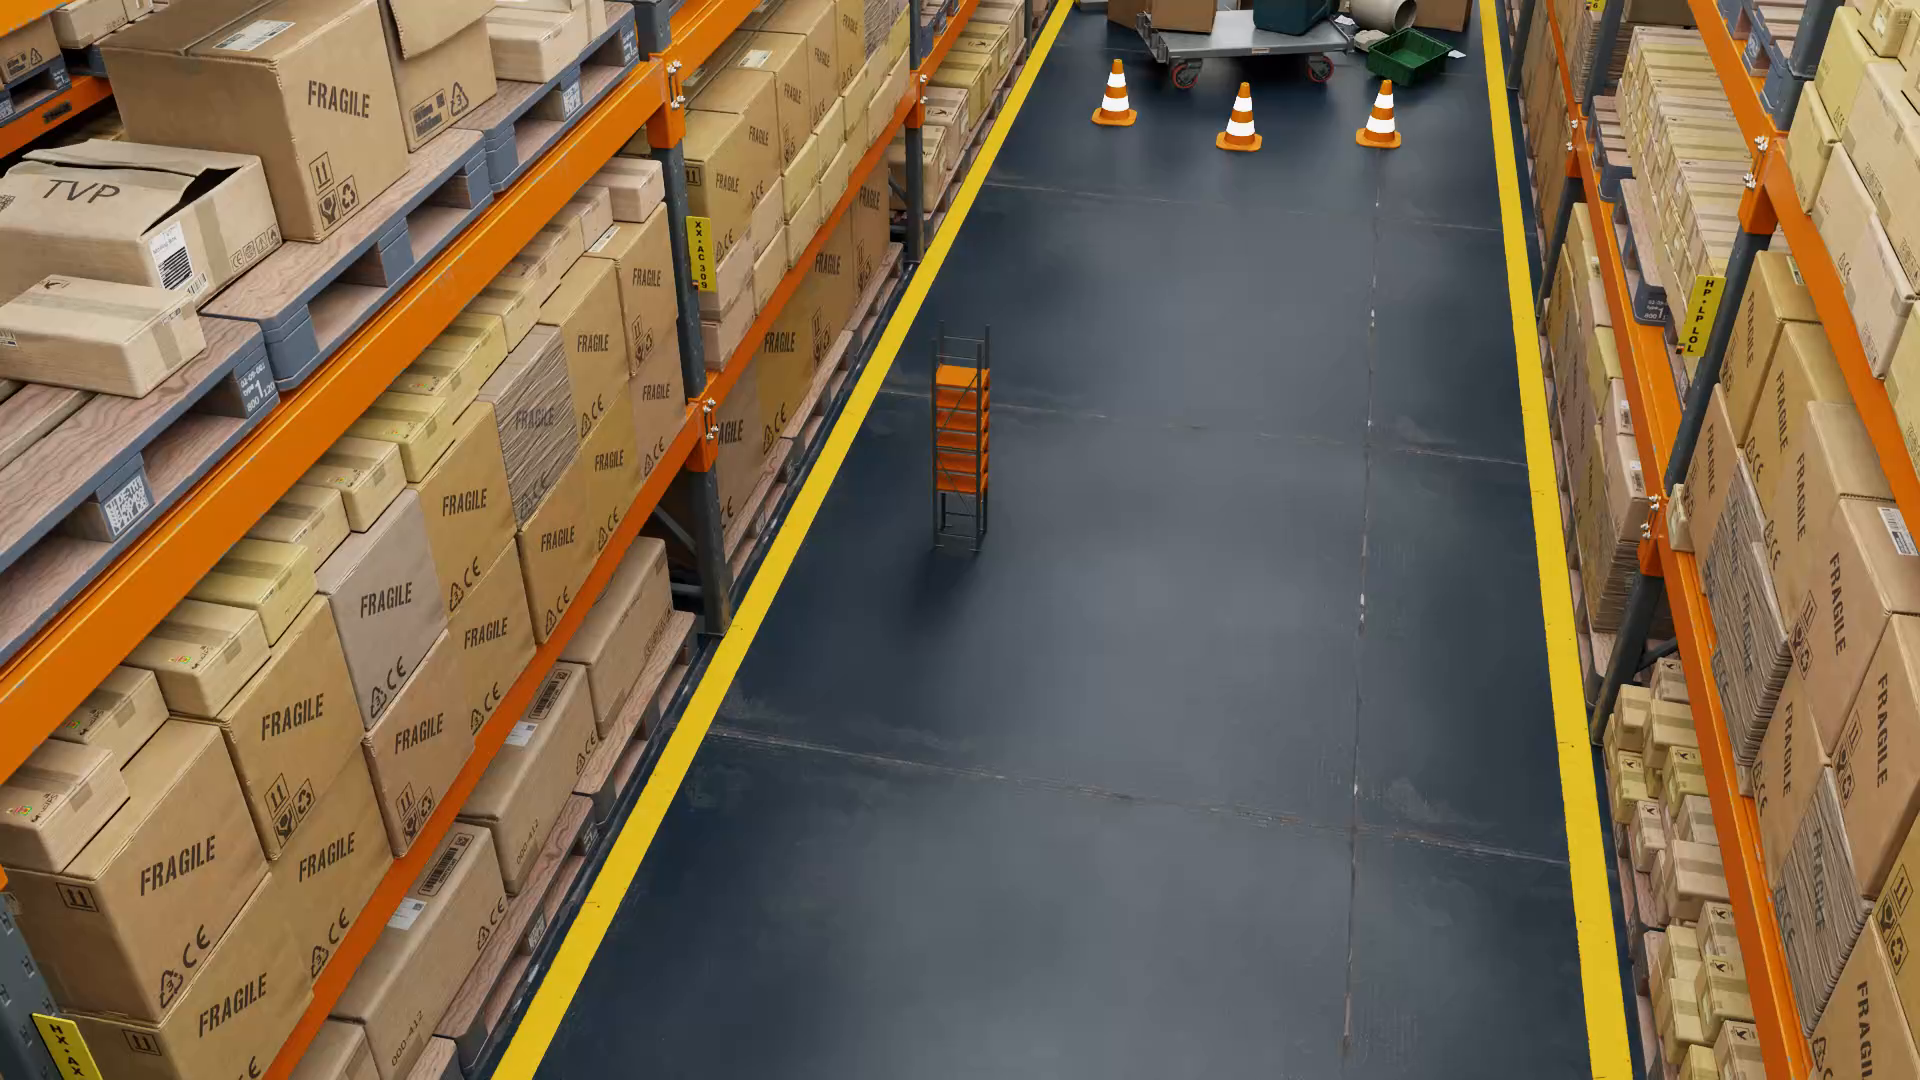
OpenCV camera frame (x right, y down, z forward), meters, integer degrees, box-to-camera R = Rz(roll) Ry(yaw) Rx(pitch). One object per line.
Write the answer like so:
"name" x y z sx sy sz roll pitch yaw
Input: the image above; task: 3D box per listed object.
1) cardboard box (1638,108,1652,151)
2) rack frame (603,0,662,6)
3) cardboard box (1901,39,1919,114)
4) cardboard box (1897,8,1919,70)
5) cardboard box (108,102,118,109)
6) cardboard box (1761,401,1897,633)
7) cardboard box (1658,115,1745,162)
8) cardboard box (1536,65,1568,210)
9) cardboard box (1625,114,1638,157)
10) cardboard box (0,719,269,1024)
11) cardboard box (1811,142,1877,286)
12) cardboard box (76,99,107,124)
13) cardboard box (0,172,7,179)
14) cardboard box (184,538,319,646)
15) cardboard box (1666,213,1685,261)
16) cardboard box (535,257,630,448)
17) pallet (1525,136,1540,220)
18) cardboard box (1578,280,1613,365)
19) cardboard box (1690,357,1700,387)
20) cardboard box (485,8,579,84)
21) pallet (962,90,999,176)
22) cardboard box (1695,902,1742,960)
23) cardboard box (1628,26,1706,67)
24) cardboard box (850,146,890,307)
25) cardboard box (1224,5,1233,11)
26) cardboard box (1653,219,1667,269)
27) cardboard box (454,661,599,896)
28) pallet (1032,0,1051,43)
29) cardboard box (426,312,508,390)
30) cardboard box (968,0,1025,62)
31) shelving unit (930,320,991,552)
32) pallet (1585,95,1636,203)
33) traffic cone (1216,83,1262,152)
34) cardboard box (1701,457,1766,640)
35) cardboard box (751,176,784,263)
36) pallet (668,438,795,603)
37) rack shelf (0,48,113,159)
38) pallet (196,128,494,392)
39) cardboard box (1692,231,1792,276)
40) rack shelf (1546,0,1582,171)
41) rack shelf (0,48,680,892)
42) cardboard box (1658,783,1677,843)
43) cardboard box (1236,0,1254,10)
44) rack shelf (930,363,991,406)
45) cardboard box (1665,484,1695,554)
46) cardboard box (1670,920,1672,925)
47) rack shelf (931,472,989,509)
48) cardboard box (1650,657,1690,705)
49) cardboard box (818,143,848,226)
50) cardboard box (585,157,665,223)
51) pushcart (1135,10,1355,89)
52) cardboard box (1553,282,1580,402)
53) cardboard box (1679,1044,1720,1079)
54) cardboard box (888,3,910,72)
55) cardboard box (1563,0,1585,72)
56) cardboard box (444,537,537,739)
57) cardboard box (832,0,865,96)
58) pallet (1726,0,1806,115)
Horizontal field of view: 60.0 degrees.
"cardboard box" 3.655 -2.061 8.410 0.380 0.149 0.250 7 37 10
"rack frame" -1.594 -3.276 5.372 1.000 3.000 0.127 7 37 10
"cardboard box" 2.776 -1.220 4.453 0.380 0.149 0.250 6 36 9
"cardboard box" 2.876 -1.363 4.651 0.380 0.149 0.250 7 37 9
"cardboard box" -5.447 -2.866 11.138 0.380 0.149 0.250 6 36 8
"cardboard box" 2.696 -0.038 4.826 0.500 0.500 0.500 8 37 11
"cardboard box" 3.551 -1.892 7.925 0.380 0.149 0.250 8 37 11
"cardboard box" 4.519 -2.676 11.216 1.050 0.750 0.750 8 37 11
"cardboard box" 3.711 -2.106 8.726 0.380 0.149 0.250 9 37 12
"cardboard box" -2.067 0.761 3.976 0.500 0.500 0.500 7 36 9
"cardboard box" 2.809 -0.918 4.802 0.500 0.250 0.500 7 36 9
"cardboard box" -6.005 -2.921 11.214 0.380 0.149 0.250 9 37 12
"cardboard box" -5.758 -2.109 10.094 0.380 0.149 0.250 6 36 8
"cardboard box" -1.909 0.122 4.305 0.380 0.149 0.250 6 36 8
"cardboard box" 3.378 -1.325 7.396 0.380 0.149 0.250 6 36 8
"cardboard box" -1.541 -0.697 5.989 0.500 0.500 0.500 7 36 9
"pallet" 4.623 -2.588 11.912 1.003 0.211 1.213 7 37 10
"cardboard box" 3.508 -1.101 8.617 0.500 0.250 0.500 8 37 10
"cardboard box" 3.155 -0.605 6.655 0.380 0.149 0.250 7 36 9
"cardboard box" -1.474 -1.613 5.404 0.380 0.149 0.250 8 37 11
"pallet" -0.308 -3.156 12.695 1.003 0.211 1.213 7 37 10
"cardboard box" 2.720 1.387 5.615 0.380 0.149 0.250 6 36 8
"cardboard box" 3.829 -2.644 8.961 0.380 0.149 0.250 7 37 10
"cardboard box" -0.968 -2.064 10.265 0.875 0.875 0.875 7 37 10
"cardboard box" 2.386 -4.524 14.536 0.258 0.266 0.396 -17 39 -22
"cardboard box" 3.430 -1.353 7.686 0.380 0.149 0.250 9 37 12
"cardboard box" -2.023 0.880 6.575 0.875 0.438 0.875 6 36 9
"pallet" 0.224 -4.694 14.816 1.003 0.211 1.213 7 37 10
"cardboard box" -1.683 -0.614 5.321 0.380 0.149 0.250 7 36 9
"cardboard box" 0.005 -4.238 13.693 0.950 0.372 0.625 8 37 11
"shelving unit" 0.003 -0.494 8.179 0.258 1.200 0.189 7 37 10
"pallet" 4.070 -2.078 8.995 1.213 0.211 1.003 7 37 10
"traffic cone" 2.133 -3.228 12.580 0.336 0.463 0.334 7 37 10
"cardboard box" 2.813 0.092 5.499 0.500 0.500 0.500 7 37 10
"cardboard box" -1.140 -1.508 7.747 0.500 0.250 0.500 8 37 11
"pallet" -1.503 -0.170 8.574 1.003 0.211 1.213 7 37 10
"rack shelf" -6.017 -2.322 9.781 1.077 0.370 4.000 7 37 10
"pallet" -2.041 -0.861 4.671 1.003 0.211 1.213 7 37 10
"cardboard box" 3.272 -1.150 6.900 0.380 0.149 0.250 6 36 8
"rack shelf" 4.545 -3.433 11.314 1.077 0.370 4.000 7 37 10
"rack shelf" -2.021 -0.624 4.882 1.077 0.370 4.000 7 37 10
"cardboard box" 2.890 1.048 6.337 0.380 0.149 0.250 7 37 10
"cardboard box" 2.876 -4.909 14.749 0.797 0.637 0.503 7 37 10
"rack shelf" 0.003 -0.750 7.994 0.258 0.103 0.180 7 37 10
"cardboard box" 2.883 -0.061 6.263 0.380 0.149 0.250 9 37 12
"cardboard box" 2.784 1.480 5.993 0.380 0.149 0.250 6 36 8
"rack shelf" 0.003 -0.264 8.346 0.258 0.103 0.180 7 37 10
"cardboard box" 2.988 0.631 6.659 0.380 0.149 0.250 9 37 12
"cardboard box" -0.892 -1.880 8.685 0.500 0.250 0.500 7 36 9
"cardboard box" -1.349 -1.339 6.321 0.380 0.149 0.250 7 36 9
"pushcart" 2.353 -4.114 13.876 1.648 0.377 0.936 -5 36 -6
"cardboard box" 3.614 -1.073 9.217 0.500 0.500 0.500 8 37 11
"cardboard box" 2.523 1.793 5.308 0.380 0.149 0.250 9 37 12
"cardboard box" -0.595 -2.972 9.767 0.500 0.250 0.500 7 37 10
"cardboard box" 4.060 -3.196 10.288 0.500 0.500 0.500 7 37 10
"cardboard box" -1.767 0.294 5.473 0.500 0.500 0.500 8 37 12
"cardboard box" -0.808 -2.677 8.721 0.500 0.500 0.500 7 37 10
"pallet" 3.500 -1.764 6.001 1.213 0.211 1.003 7 37 10
